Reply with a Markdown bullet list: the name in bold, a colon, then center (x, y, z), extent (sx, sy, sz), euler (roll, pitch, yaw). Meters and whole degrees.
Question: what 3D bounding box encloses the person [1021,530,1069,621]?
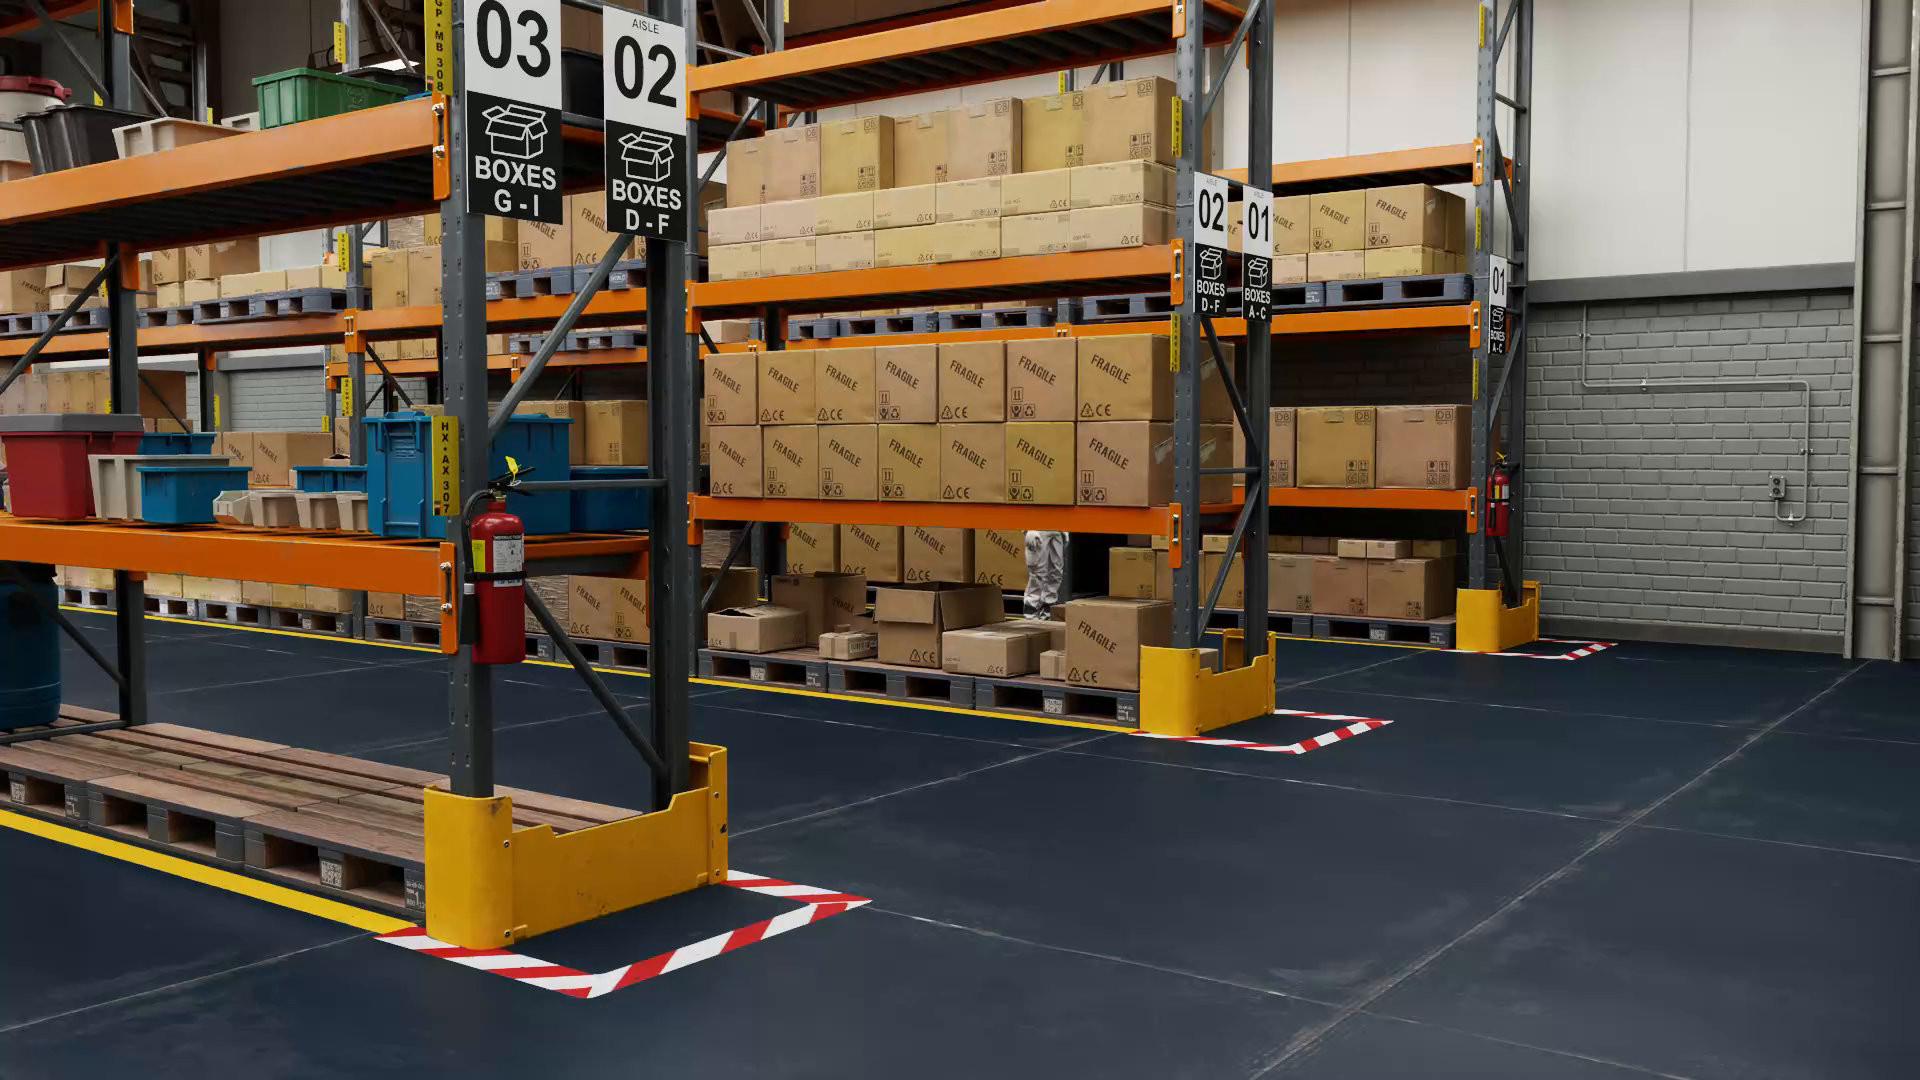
- **person**: center (0.767, -0.061, 14.827), extent (0.450, 1.779, 0.608), euler (2, 4, 36)
